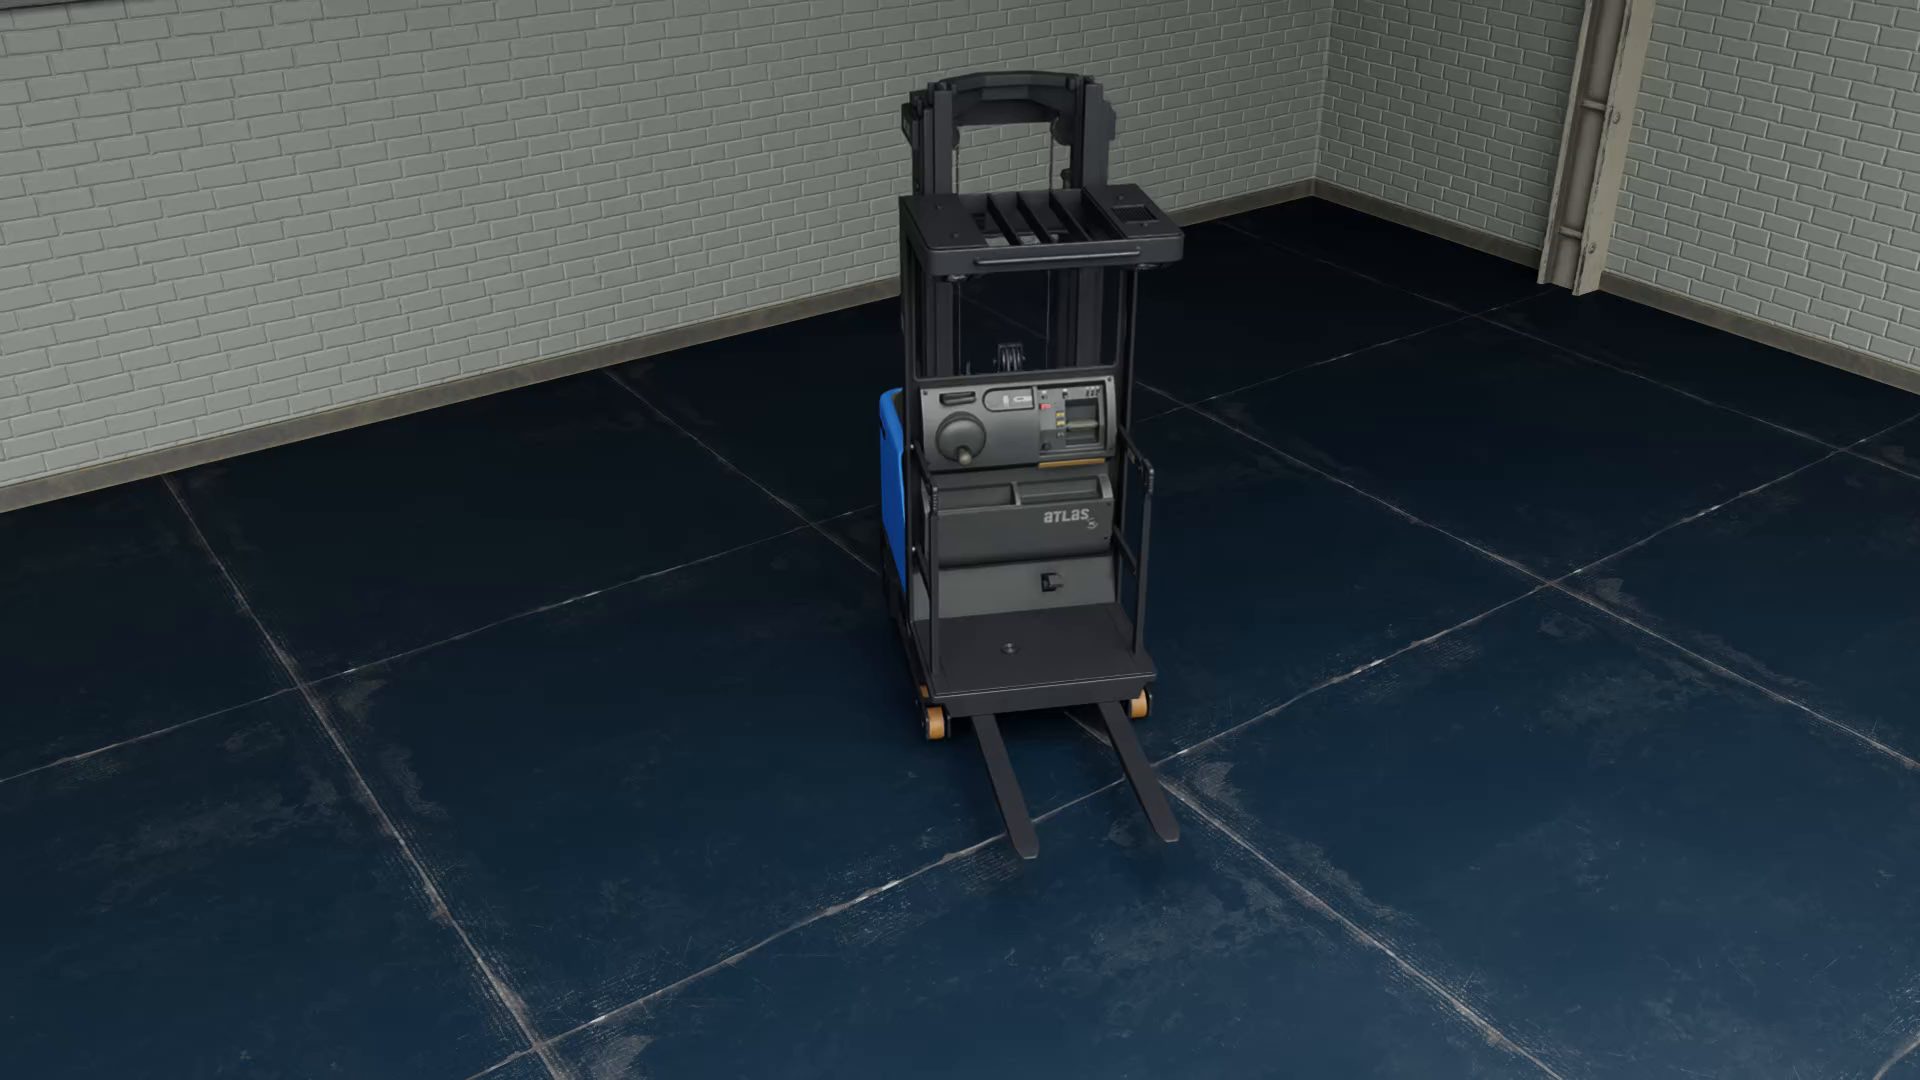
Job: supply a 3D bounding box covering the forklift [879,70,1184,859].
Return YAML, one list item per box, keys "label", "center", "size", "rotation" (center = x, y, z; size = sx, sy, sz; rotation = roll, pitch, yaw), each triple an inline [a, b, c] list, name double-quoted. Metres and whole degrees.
- label: "forklift"
  center: [0.318, -0.517, 7.630]
  size: [1.130, 2.935, 3.031]
  rotation: [-5, 29, -9]

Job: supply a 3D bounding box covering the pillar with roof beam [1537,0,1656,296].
- label: "pillar with roof beam"
  center: [1.460, -4.842, 9.237]
  size: [9.100, 9.000, 0.400]
  rotation: [-19, 34, -31]

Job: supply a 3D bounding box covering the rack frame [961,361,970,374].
- label: "rack frame"
  center: [-0.033, -0.530, 9.625]
  size: [0.200, 1.050, 0.008]
  rotation: [-16, 32, -27]

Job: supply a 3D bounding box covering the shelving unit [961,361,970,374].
- label: "shelving unit"
  center: [0.029, -0.480, 9.533]
  size: [0.215, 1.050, 0.252]
  rotation: [-16, 32, -27]
